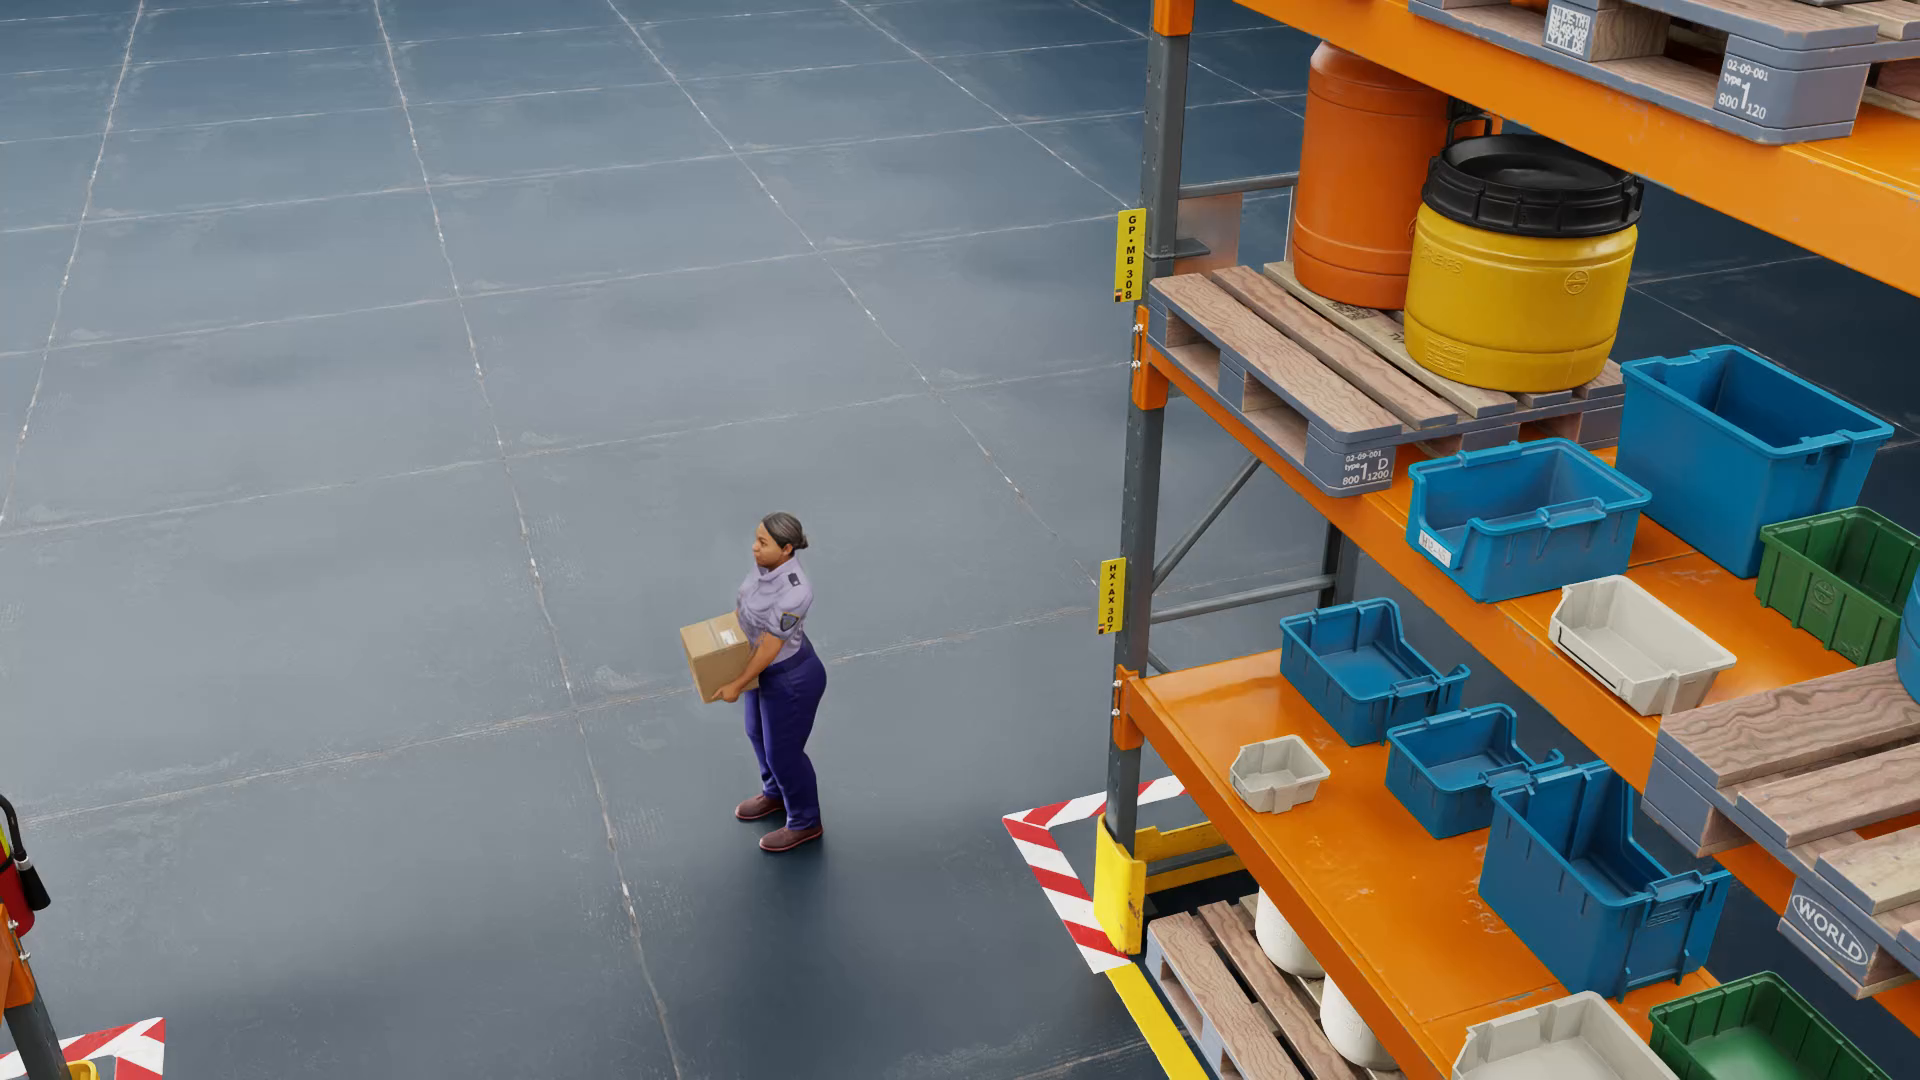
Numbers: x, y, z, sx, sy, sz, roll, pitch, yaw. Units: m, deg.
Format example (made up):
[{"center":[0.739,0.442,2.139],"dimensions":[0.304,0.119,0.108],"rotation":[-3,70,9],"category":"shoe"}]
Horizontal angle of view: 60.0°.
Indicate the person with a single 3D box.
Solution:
[{"center":[-0.860,0.616,7.297],"dimensions":[0.519,1.646,0.441],"rotation":[-11,32,-18],"category":"person"}]
